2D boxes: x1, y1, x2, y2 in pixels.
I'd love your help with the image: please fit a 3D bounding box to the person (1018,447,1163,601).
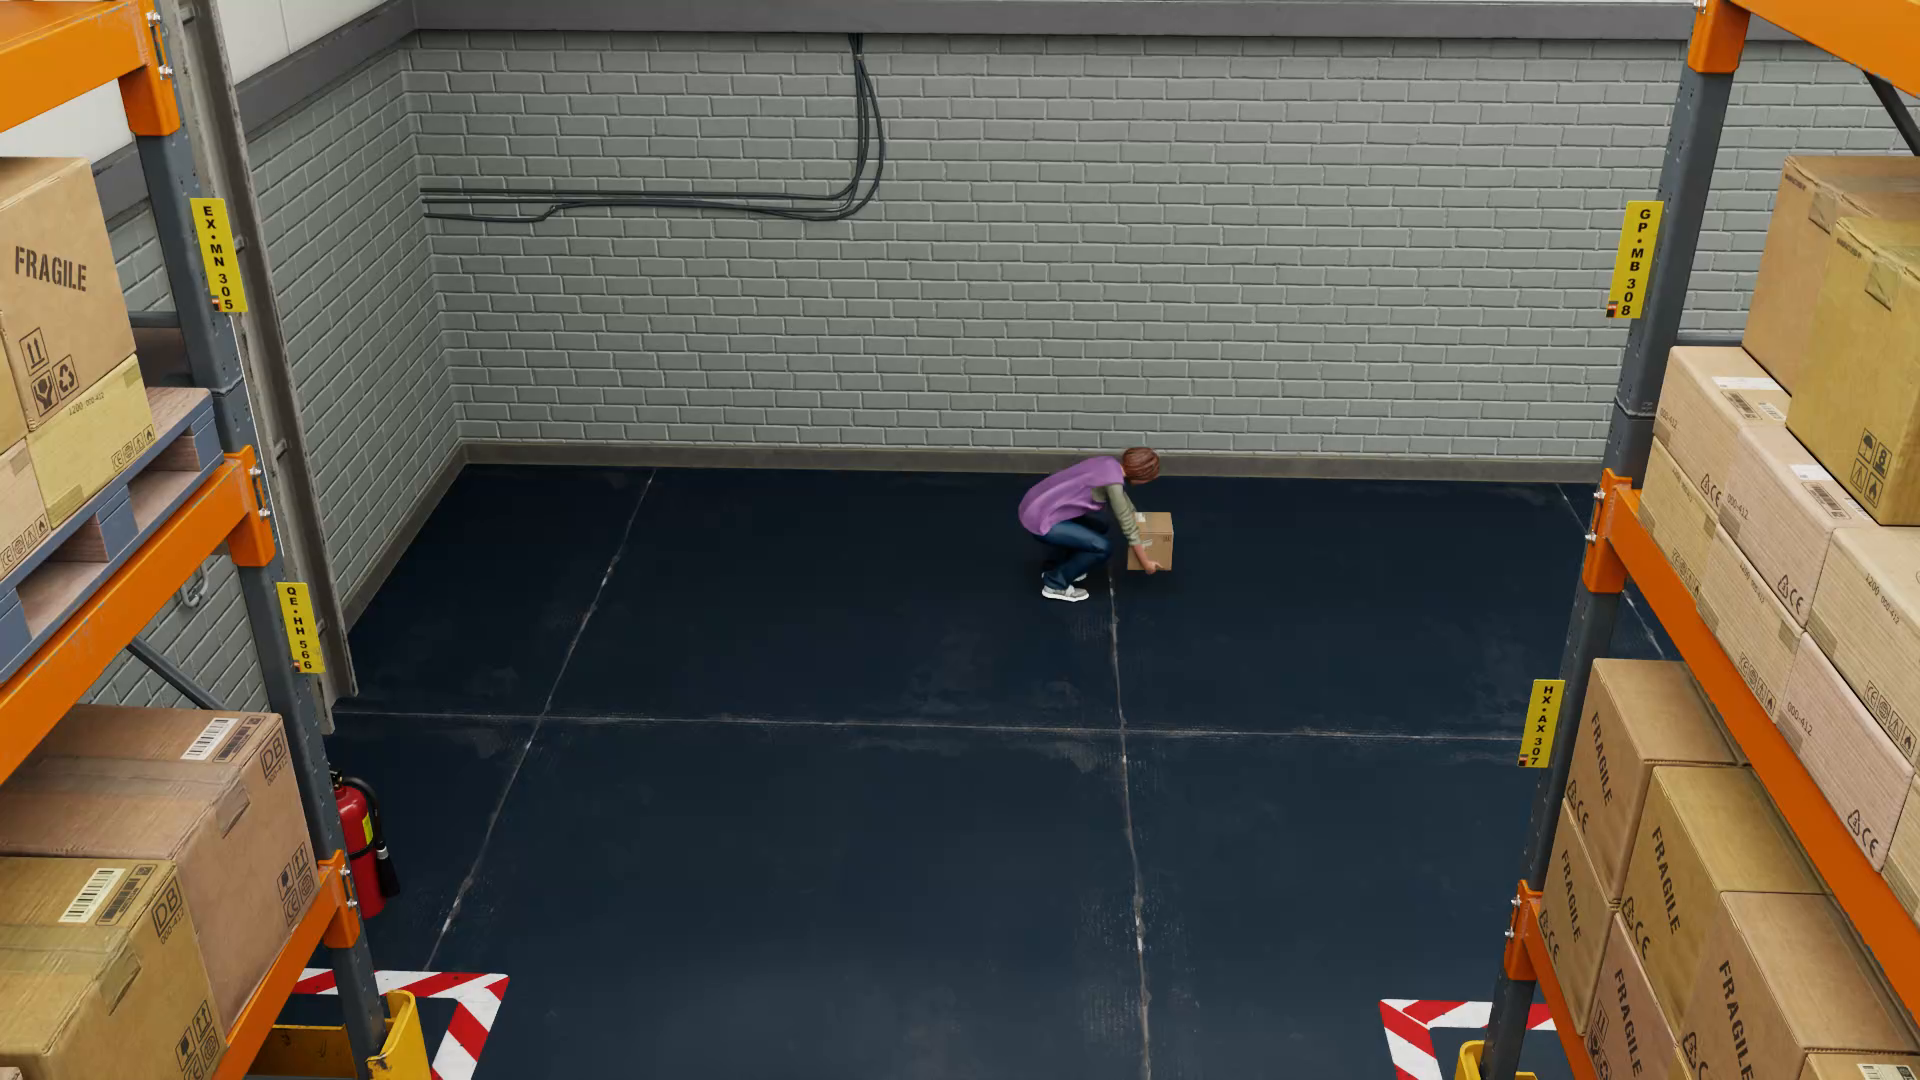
[{"bbox_3d":[0.753,-0.104,9.575,0.844,0.893,0.421,0,28,1],"label":"person"}]
